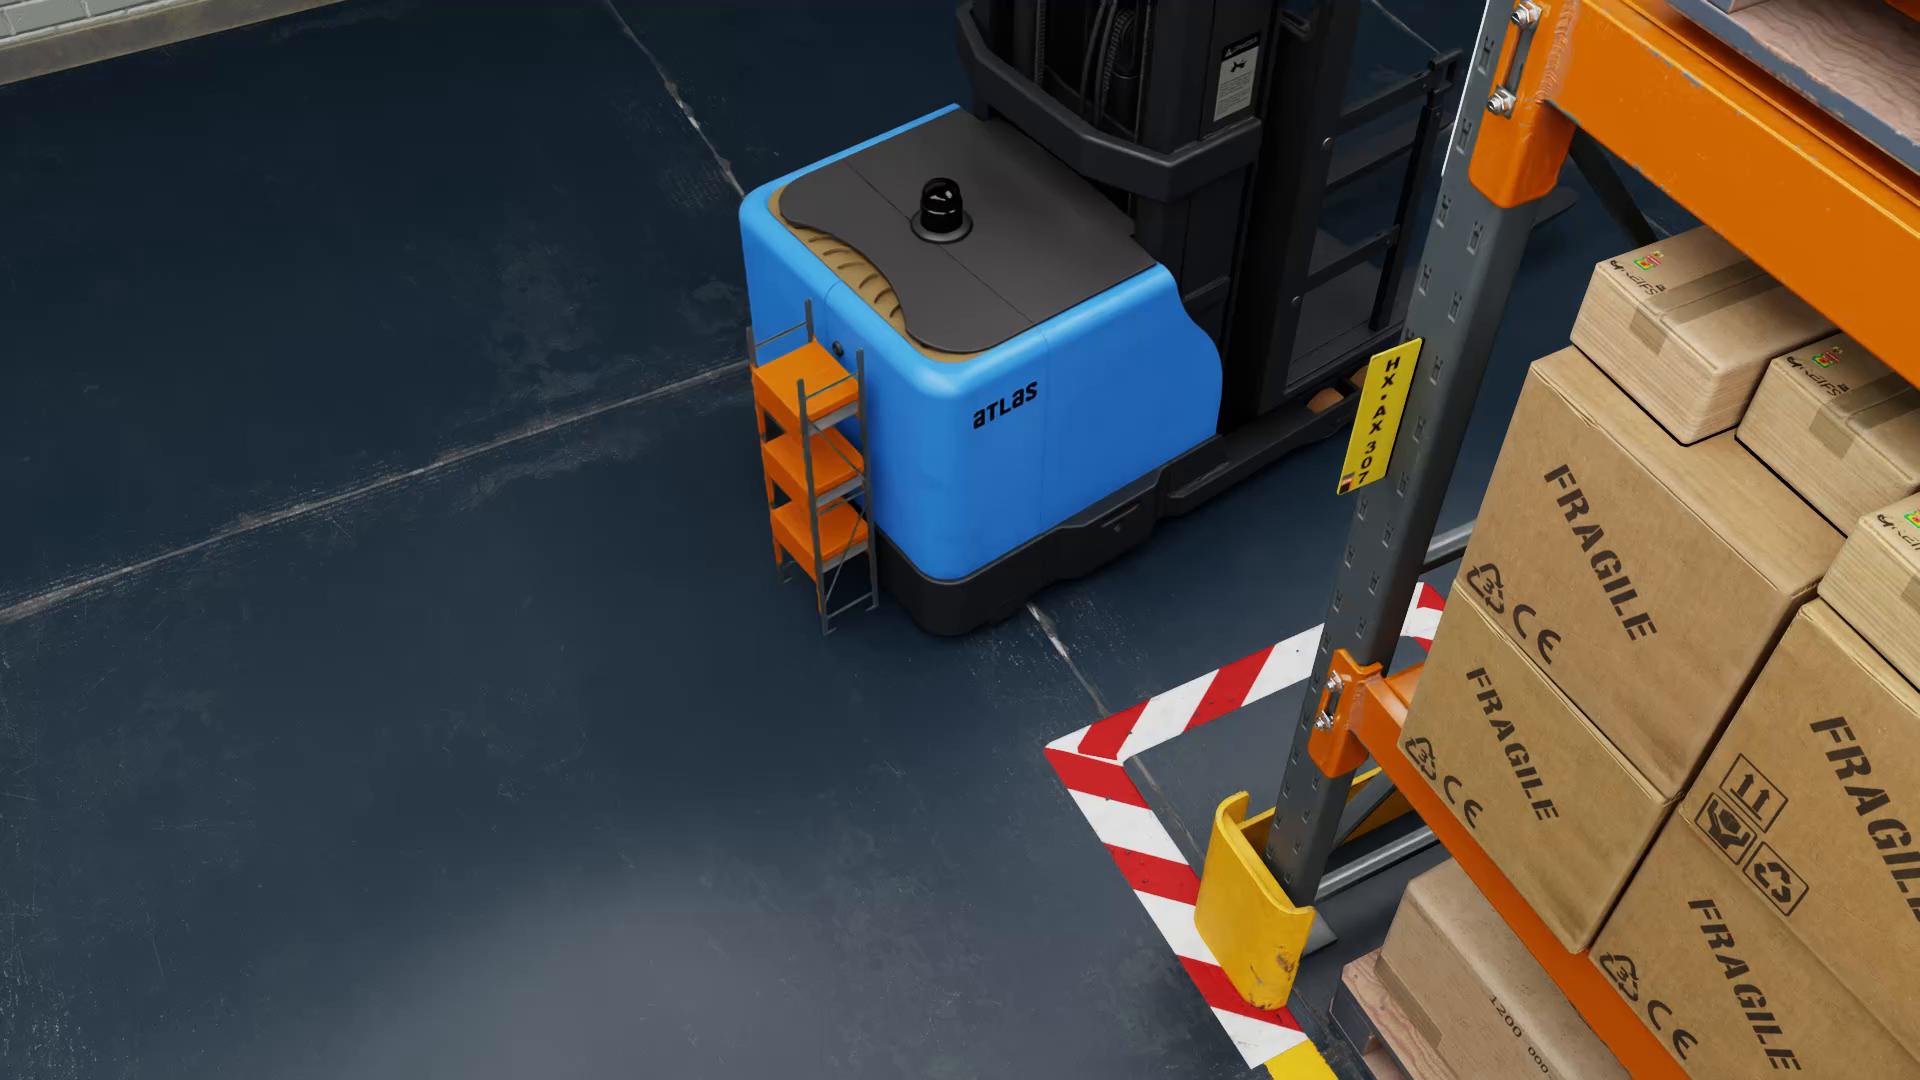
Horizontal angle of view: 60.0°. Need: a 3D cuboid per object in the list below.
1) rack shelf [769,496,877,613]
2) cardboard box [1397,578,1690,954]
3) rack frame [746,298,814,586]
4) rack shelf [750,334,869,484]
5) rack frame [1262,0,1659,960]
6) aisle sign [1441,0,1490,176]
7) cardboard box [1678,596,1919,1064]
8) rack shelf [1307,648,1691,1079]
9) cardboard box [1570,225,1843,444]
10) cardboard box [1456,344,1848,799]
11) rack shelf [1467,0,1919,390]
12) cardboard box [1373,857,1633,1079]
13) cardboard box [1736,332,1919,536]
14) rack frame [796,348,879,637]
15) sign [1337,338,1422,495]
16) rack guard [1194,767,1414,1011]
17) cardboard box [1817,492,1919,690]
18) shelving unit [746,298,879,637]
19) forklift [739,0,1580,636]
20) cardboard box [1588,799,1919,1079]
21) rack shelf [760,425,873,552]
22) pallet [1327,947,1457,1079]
[{"bbox_3d":[-0.403,0.014,4.923,0.215,0.259,0.240,-29,55,-23],"label":"rack shelf"},{"bbox_3d":[1.166,0.308,2.922,0.500,0.500,0.500,-22,52,-18],"label":"cardboard box"},{"bbox_3d":[-0.476,-0.249,4.770,0.200,1.050,0.008,-29,55,-23],"label":"rack frame"},{"bbox_3d":[-0.404,-0.355,4.500,0.215,0.259,0.240,-29,55,-23],"label":"rack shelf"},{"bbox_3d":[1.202,-0.080,3.327,1.000,3.000,0.127,-21,52,-18],"label":"rack frame"},{"bbox_3d":[0.911,-0.884,2.303,0.394,0.787,0.004,-21,52,-18],"label":"aisle sign"},{"bbox_3d":[1.411,0.321,2.246,0.500,0.500,0.500,-22,53,-18],"label":"cardboard box"},{"bbox_3d":[2.117,1.496,2.427,1.077,0.370,4.000,-21,52,-18],"label":"rack shelf"},{"bbox_3d":[1.118,-0.322,2.377,0.380,0.149,0.250,-20,52,-17],"label":"cardboard box"},{"bbox_3d":[1.168,-0.022,2.546,0.500,0.500,0.500,-22,52,-18],"label":"cardboard box"},{"bbox_3d":[2.117,0.508,1.298,1.077,0.370,4.000,-21,52,-18],"label":"rack shelf"},{"bbox_3d":[1.593,1.033,3.777,0.875,0.438,0.875,-23,53,-19],"label":"cardboard box"},{"bbox_3d":[1.302,-0.171,2.245,0.380,0.149,0.250,-20,52,-17],"label":"cardboard box"},{"bbox_3d":[-0.331,-0.102,4.641,0.200,1.050,0.008,-29,55,-23],"label":"rack frame"},{"bbox_3d":[0.706,-0.203,2.807,0.100,0.325,0.005,-21,52,-18],"label":"sign"},{"bbox_3d":[1.191,0.727,4.282,1.175,0.500,0.348,-21,52,-18],"label":"rack guard"},{"bbox_3d":[1.318,0.042,2.059,0.380,0.149,0.250,-20,52,-16],"label":"cardboard box"},{"bbox_3d":[-0.404,-0.176,4.706,0.215,1.050,0.252,-29,55,-23],"label":"shelving unit"},{"bbox_3d":[0.846,-1.597,4.700,3.031,2.935,1.130,-29,55,-23],"label":"forklift"},{"bbox_3d":[1.423,0.637,2.634,0.500,0.500,0.500,-22,52,-18],"label":"cardboard box"},{"bbox_3d":[-0.404,-0.169,4.714,0.215,0.259,0.240,-29,55,-23],"label":"rack shelf"},{"bbox_3d":[1.637,1.347,3.932,1.003,0.211,1.213,-21,52,-18],"label":"pallet"}]
